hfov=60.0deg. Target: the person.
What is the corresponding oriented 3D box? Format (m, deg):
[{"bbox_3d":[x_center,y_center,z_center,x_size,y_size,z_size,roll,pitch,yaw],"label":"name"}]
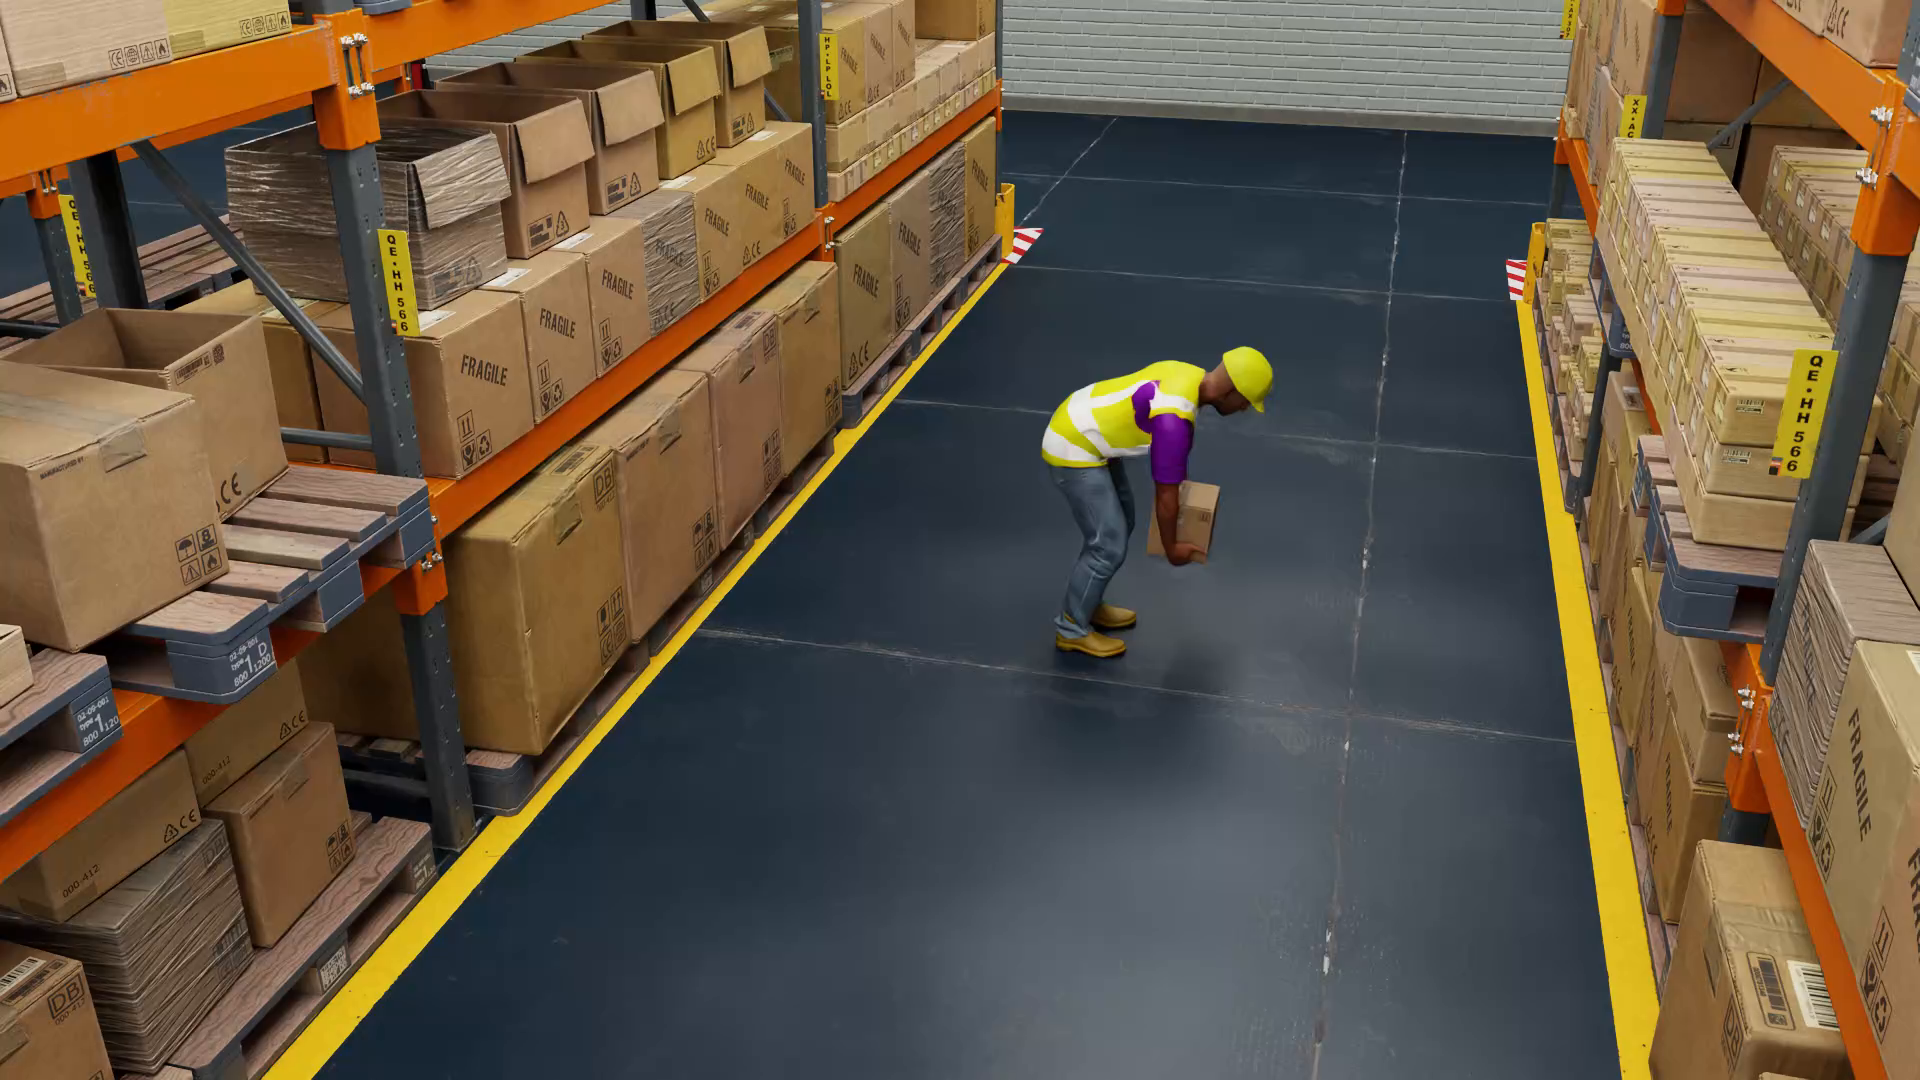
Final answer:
[{"bbox_3d":[0.800,-0.183,6.949,0.918,1.355,0.475,6,26,12],"label":"person"}]
